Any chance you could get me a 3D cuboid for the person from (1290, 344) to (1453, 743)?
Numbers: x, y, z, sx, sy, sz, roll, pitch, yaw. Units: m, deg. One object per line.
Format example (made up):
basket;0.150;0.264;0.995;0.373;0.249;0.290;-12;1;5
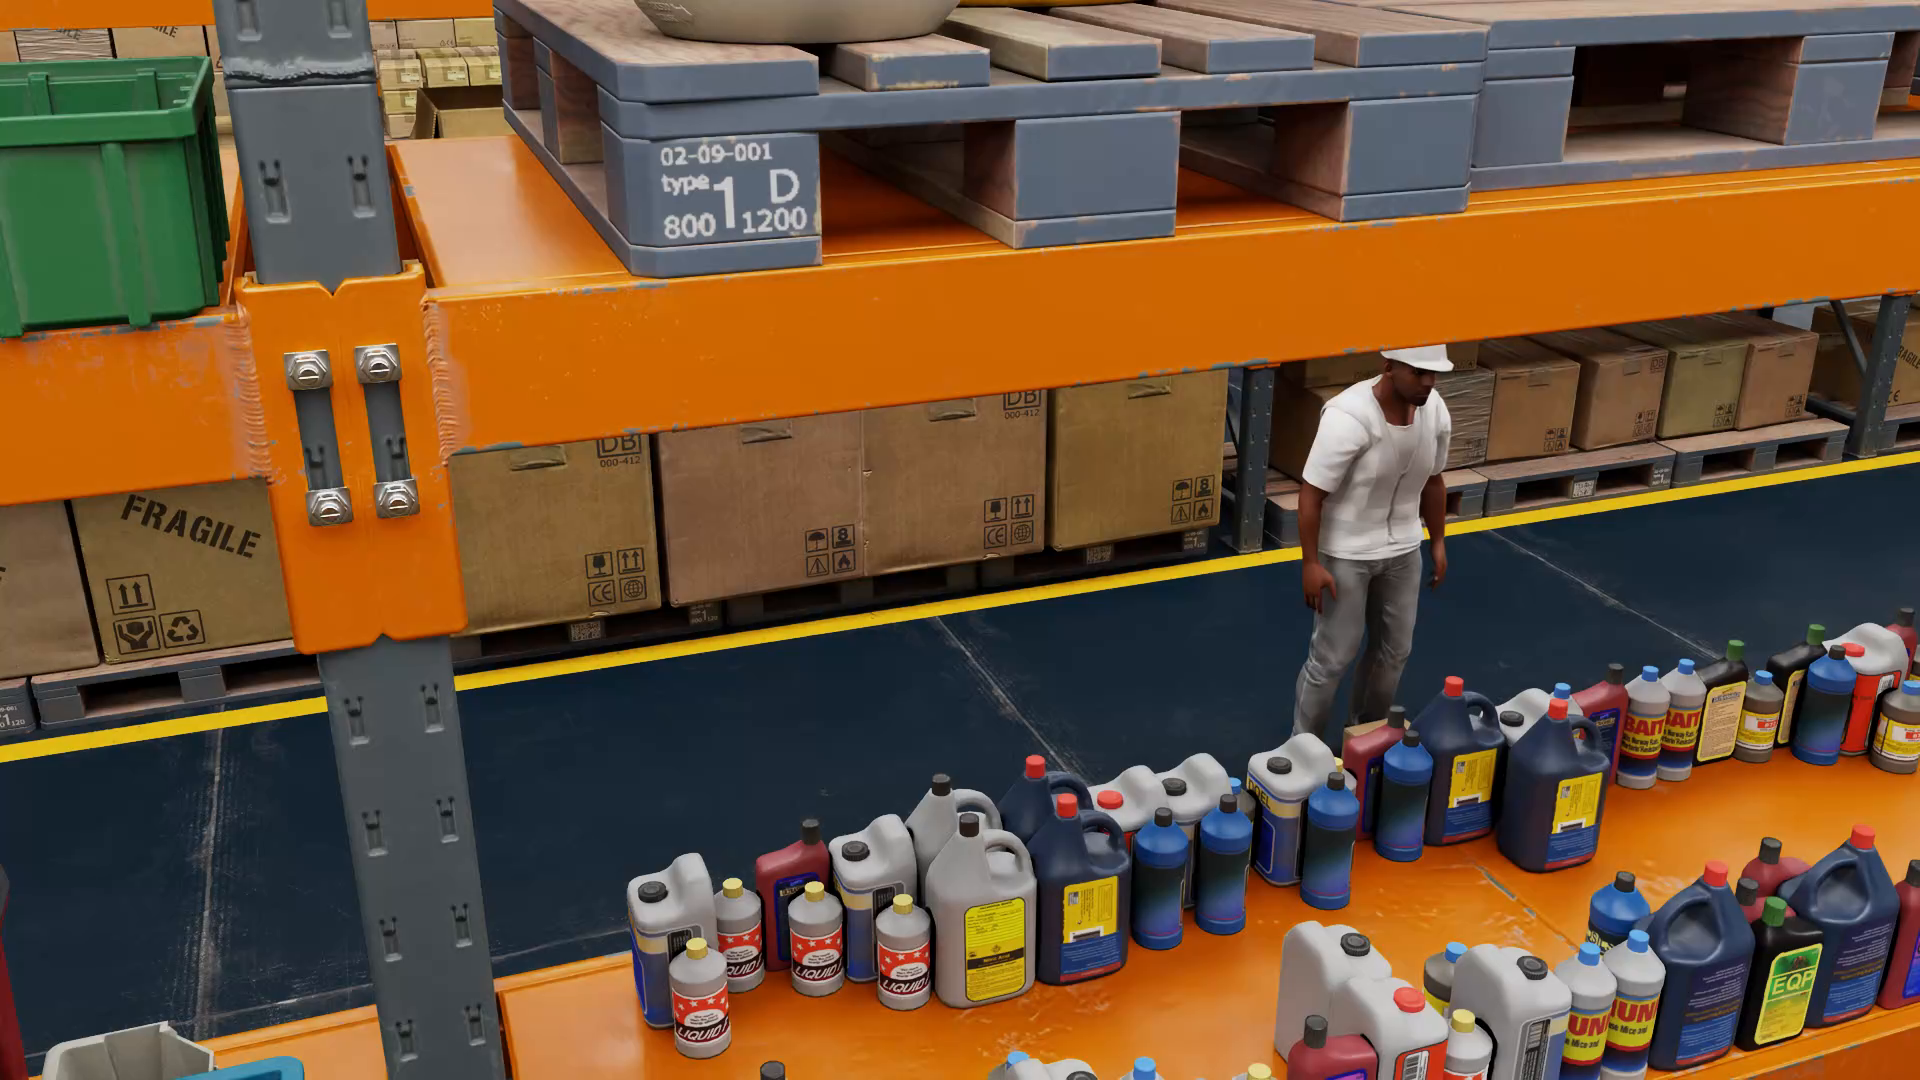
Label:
person;1.482;0.049;5.950;0.635;1.760;0.455;-10;24;-22
